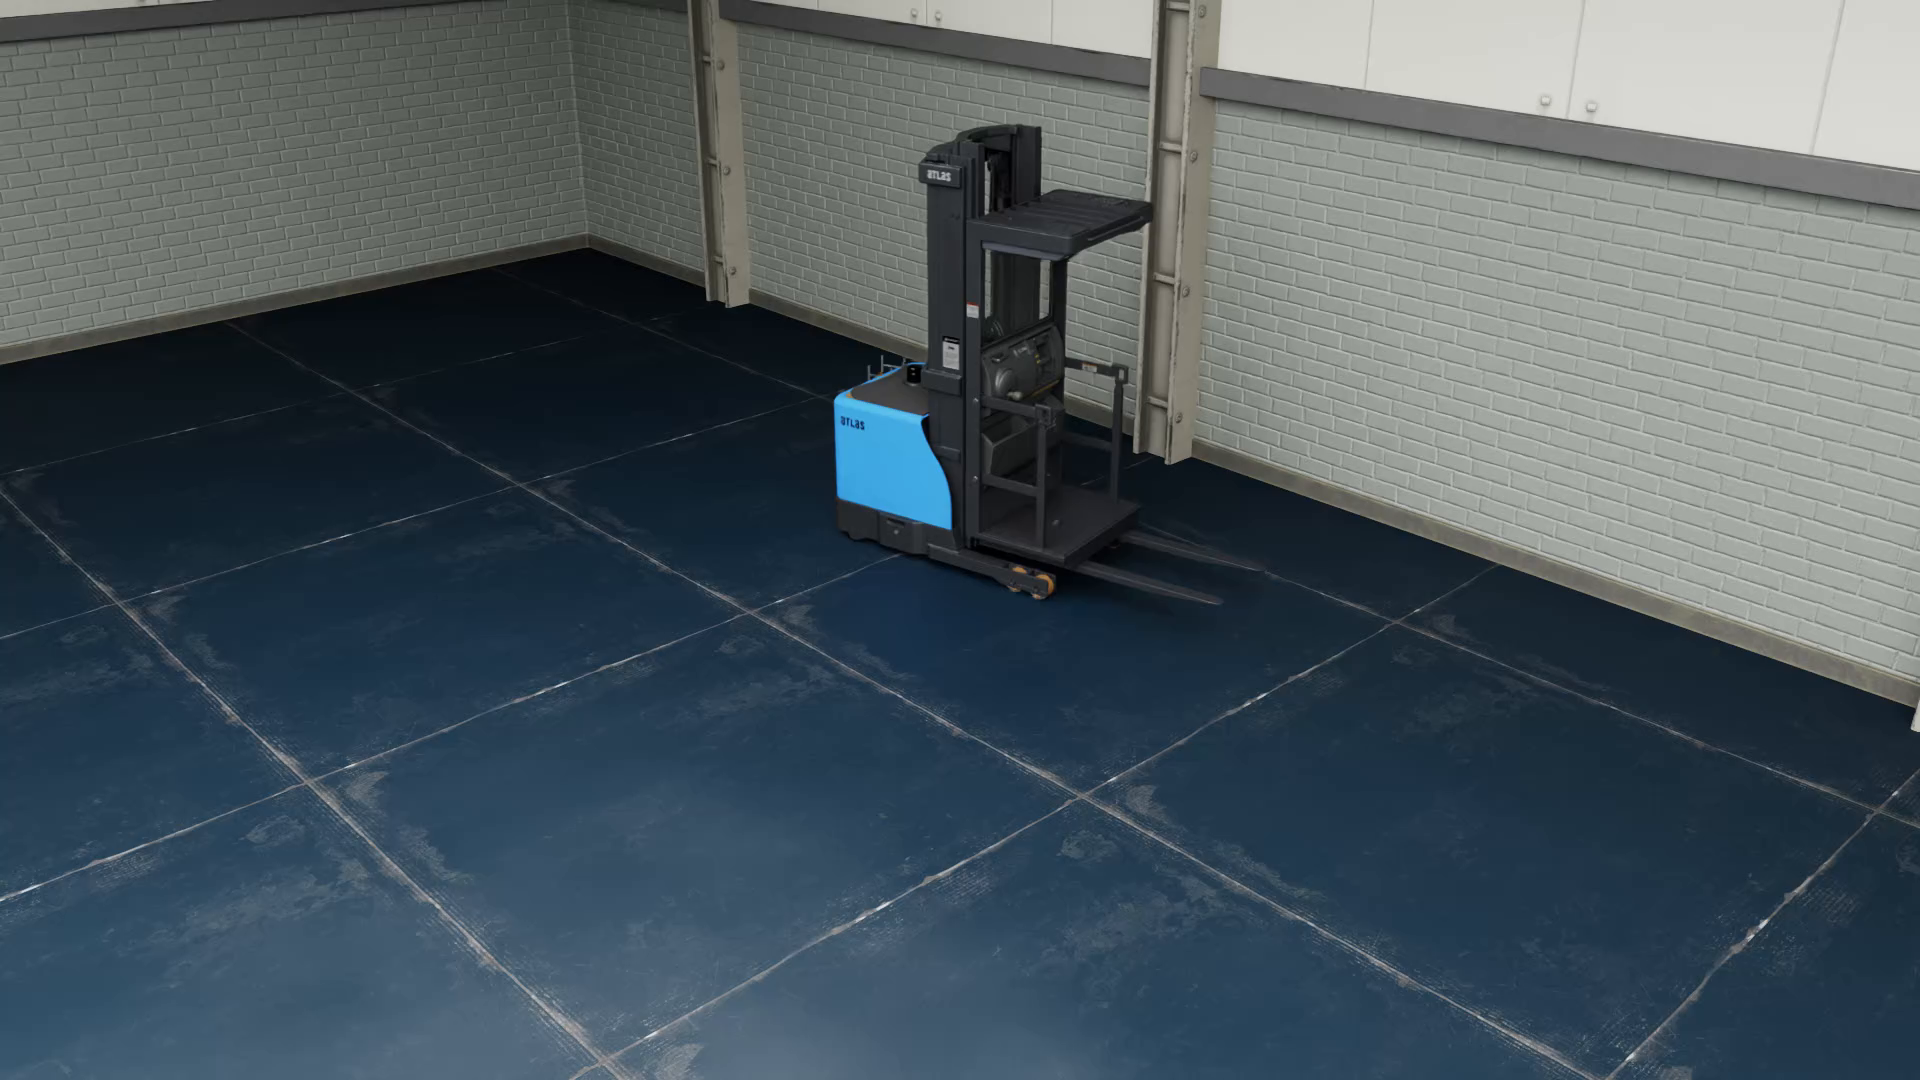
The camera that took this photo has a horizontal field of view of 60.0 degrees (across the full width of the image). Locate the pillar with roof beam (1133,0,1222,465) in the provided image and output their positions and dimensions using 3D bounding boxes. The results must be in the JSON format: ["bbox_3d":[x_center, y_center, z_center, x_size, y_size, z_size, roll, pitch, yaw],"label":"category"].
[{"bbox_3d":[-1.483,-3.579,9.050,9.100,9.000,0.400,-21,32,-38],"label":"pillar with roof beam"}]

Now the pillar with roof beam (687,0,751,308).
[{"bbox_3d":[-5.584,-5.397,13.035,9.100,9.000,0.400,-21,32,-38],"label":"pillar with roof beam"}]

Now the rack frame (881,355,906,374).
[{"bbox_3d":[-0.503,-0.903,12.760,0.200,1.050,0.008,9,26,19],"label":"rack frame"}]

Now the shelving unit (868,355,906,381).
[{"bbox_3d":[-0.548,-0.855,12.657,0.215,1.050,0.252,9,26,19],"label":"shelving unit"}]

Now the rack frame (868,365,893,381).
[{"bbox_3d":[-0.593,-0.808,12.554,0.200,1.050,0.008,9,26,19],"label":"rack frame"}]

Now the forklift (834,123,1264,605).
[{"bbox_3d":[0.598,-1.187,11.118,3.031,2.935,1.130,16,29,31],"label":"forklift"}]

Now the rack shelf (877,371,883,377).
[{"bbox_3d":[-0.548,-1.104,12.544,0.215,0.259,0.240,9,26,19],"label":"rack shelf"}]
